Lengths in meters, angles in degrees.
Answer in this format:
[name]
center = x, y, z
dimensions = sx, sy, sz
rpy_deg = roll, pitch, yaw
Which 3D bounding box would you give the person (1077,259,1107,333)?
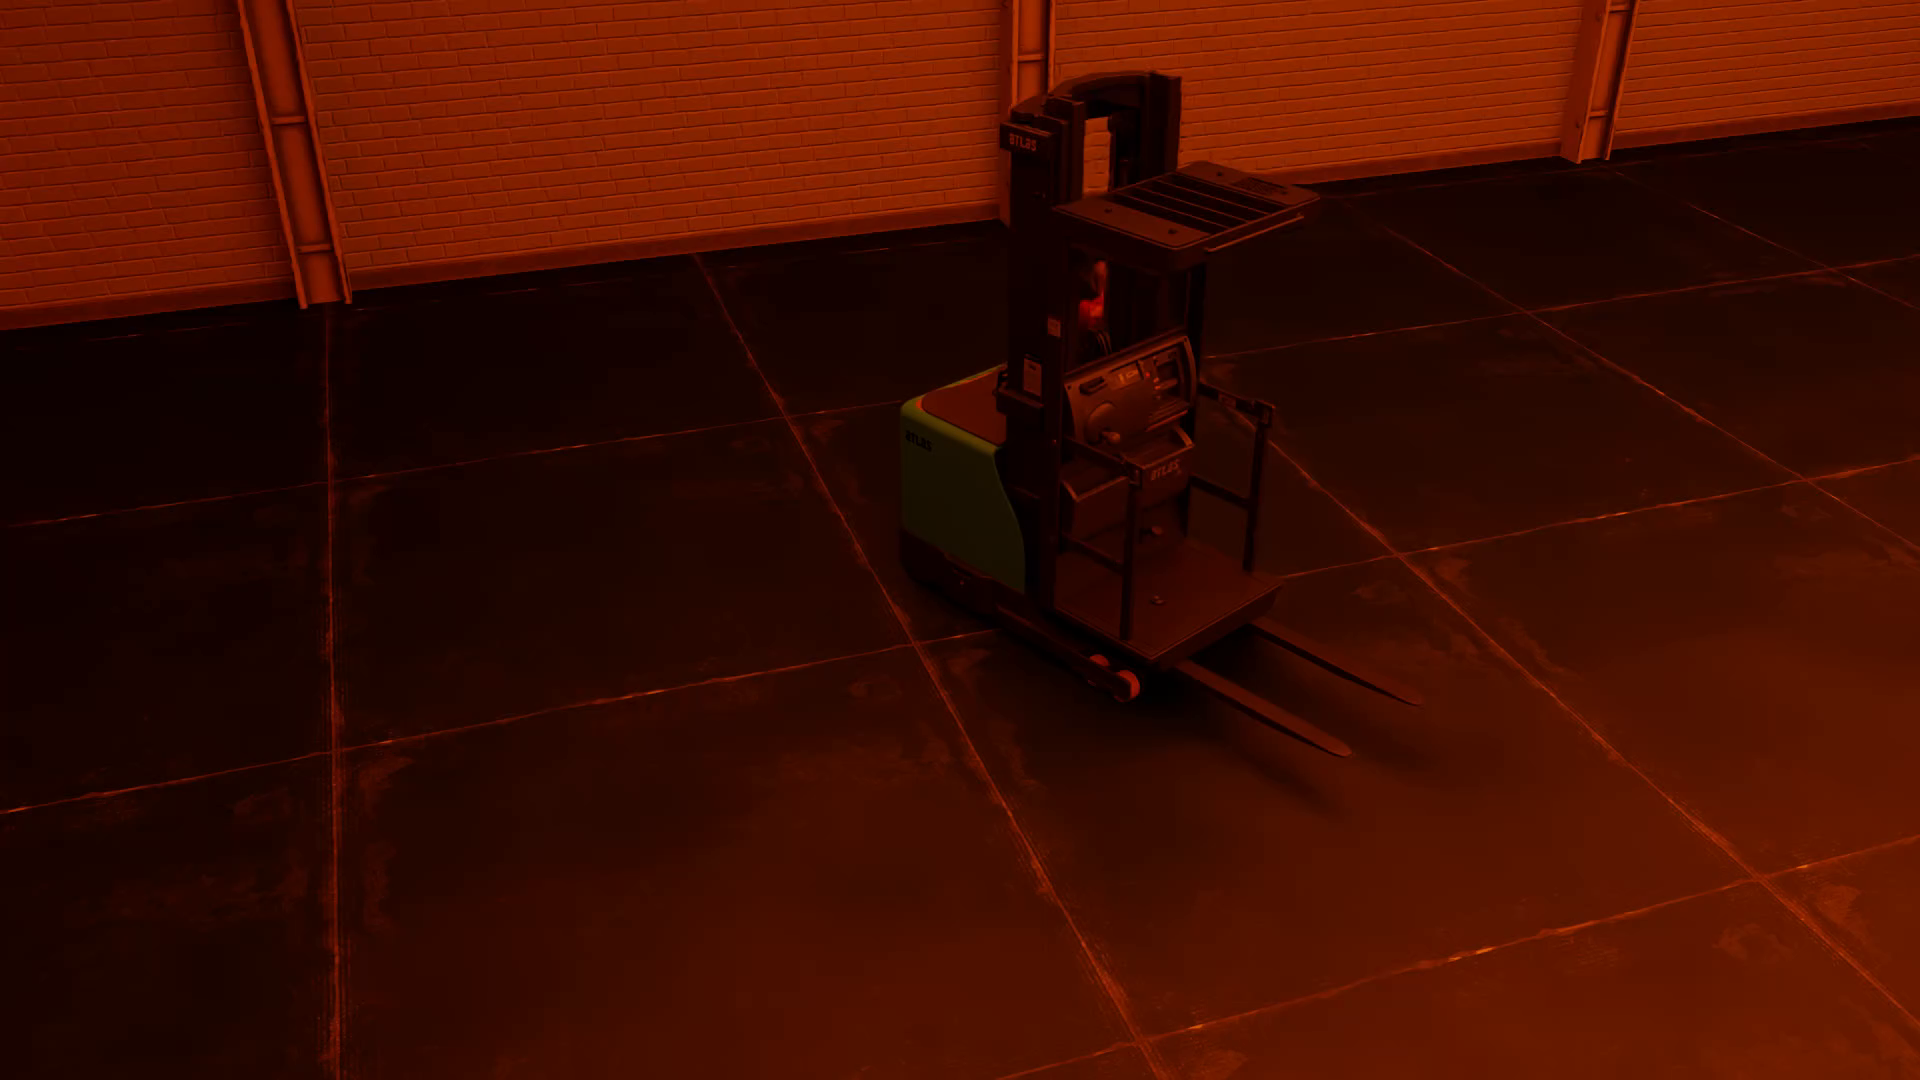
[person]
center = 1.055, -0.841, 9.945
dimensions = 0.840, 1.748, 0.866
rpy_deg = -25, 39, -37

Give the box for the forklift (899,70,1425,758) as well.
[forklift]
center = 1.021, -0.723, 8.343
dimensions = 1.130, 2.935, 3.031
rpy_deg = -25, 38, -36
